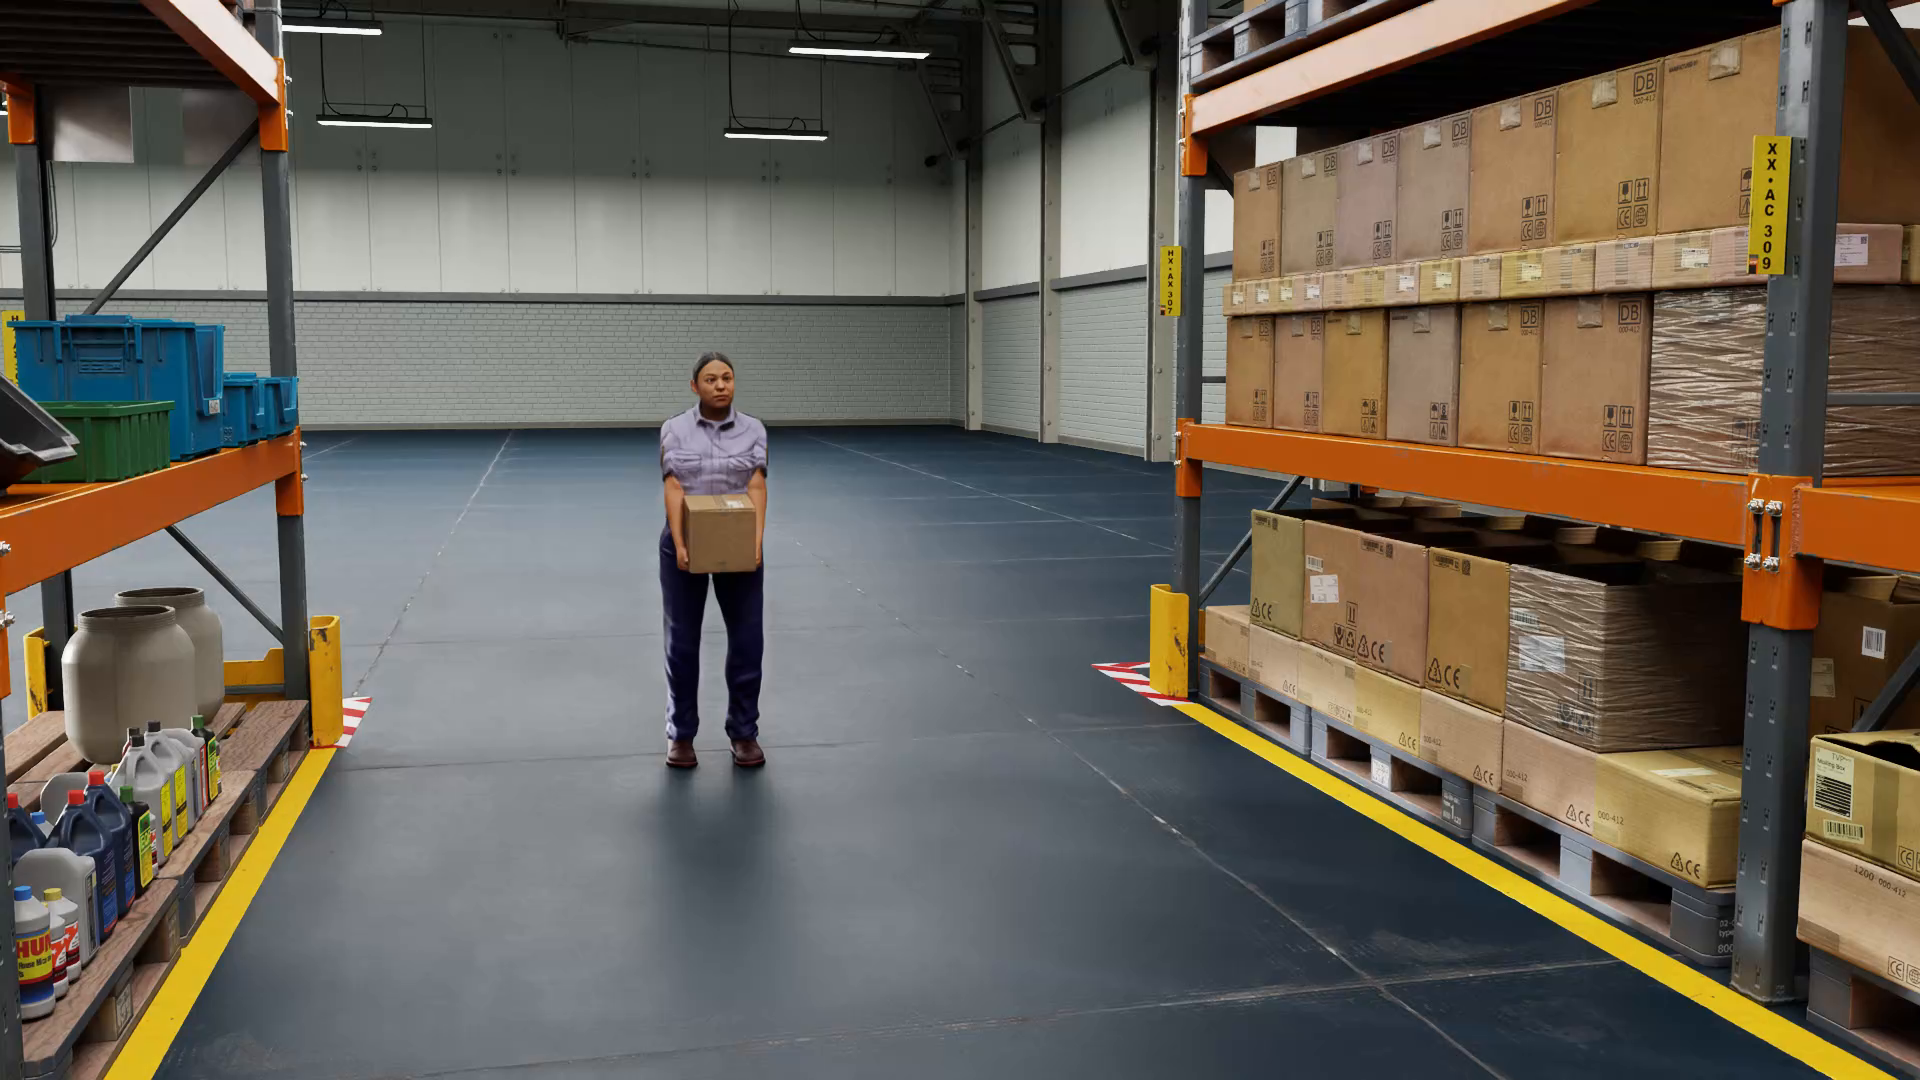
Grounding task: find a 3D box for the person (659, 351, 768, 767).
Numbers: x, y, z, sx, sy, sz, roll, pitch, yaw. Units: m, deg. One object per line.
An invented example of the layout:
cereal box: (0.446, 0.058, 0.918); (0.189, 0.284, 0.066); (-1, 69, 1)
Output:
person: (-0.966, 0.076, 6.603); (0.435, 1.646, 0.534); (-2, 6, -15)
